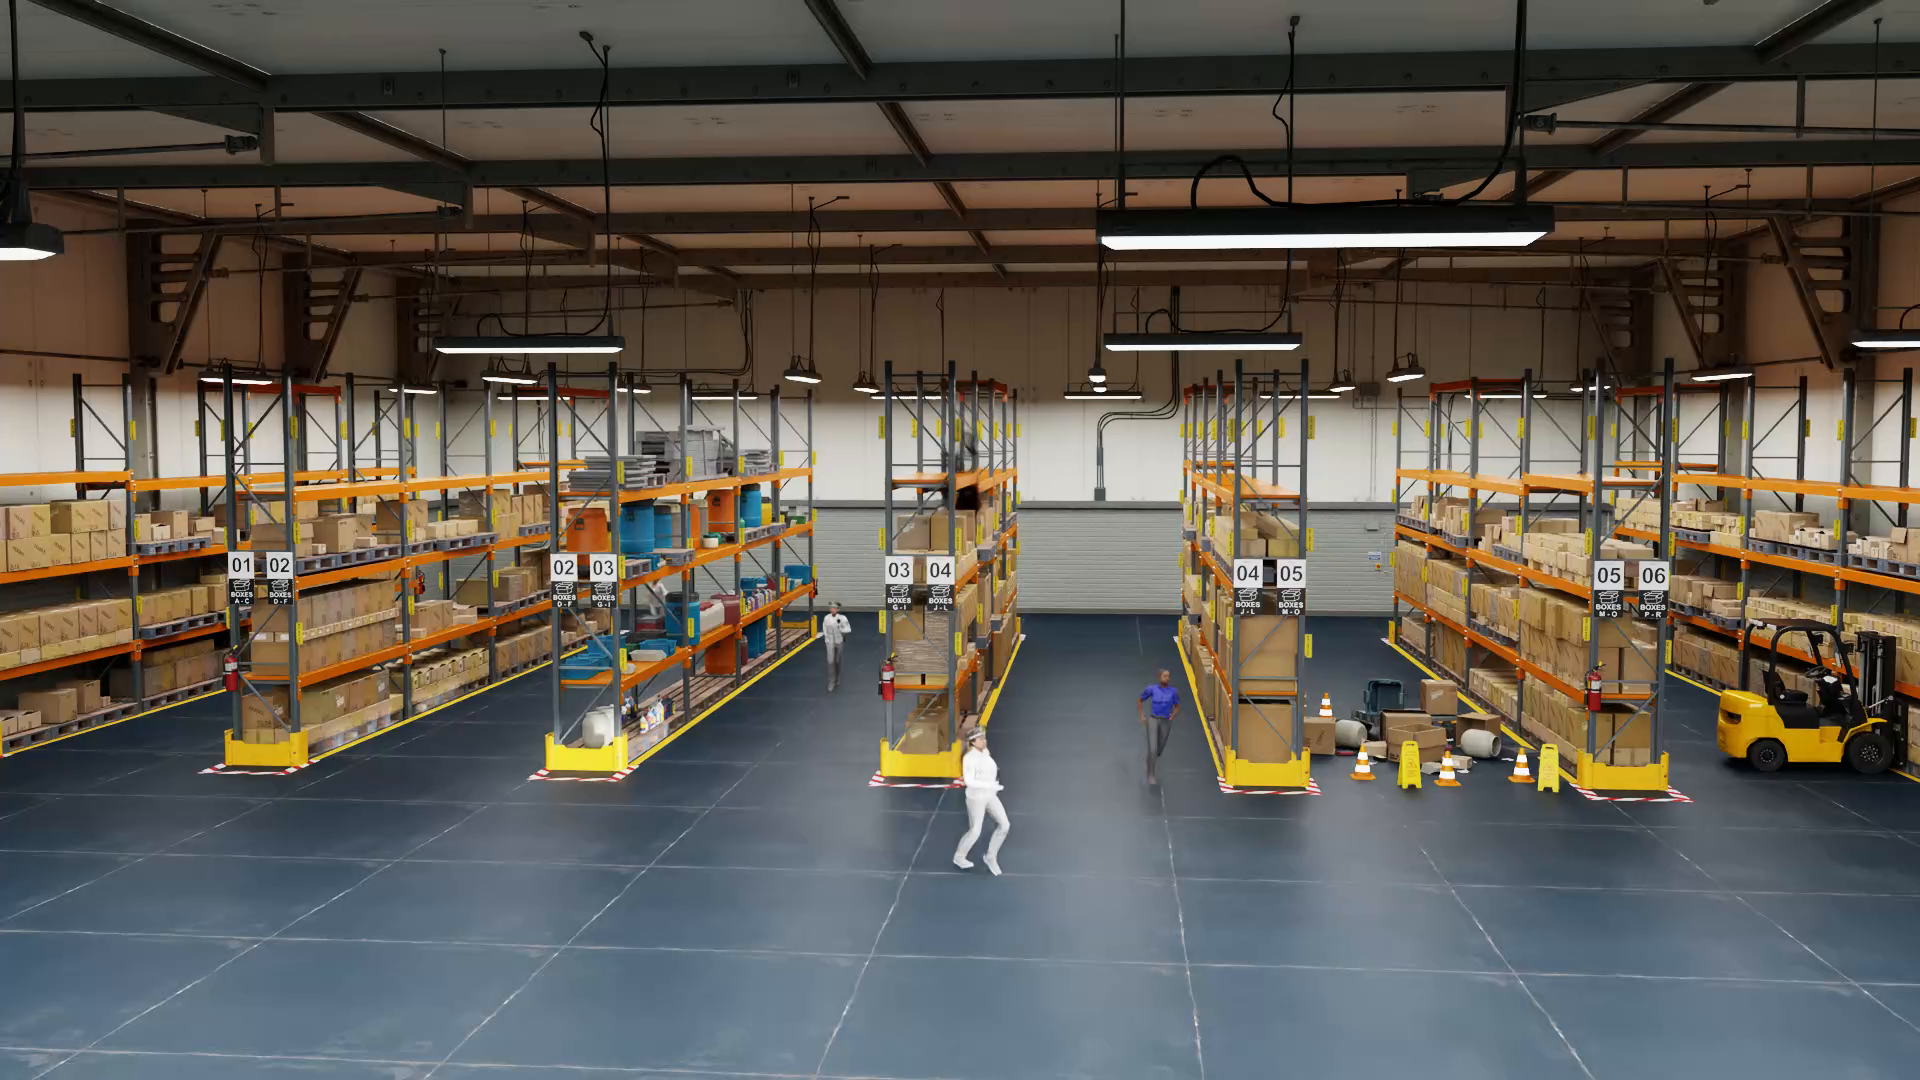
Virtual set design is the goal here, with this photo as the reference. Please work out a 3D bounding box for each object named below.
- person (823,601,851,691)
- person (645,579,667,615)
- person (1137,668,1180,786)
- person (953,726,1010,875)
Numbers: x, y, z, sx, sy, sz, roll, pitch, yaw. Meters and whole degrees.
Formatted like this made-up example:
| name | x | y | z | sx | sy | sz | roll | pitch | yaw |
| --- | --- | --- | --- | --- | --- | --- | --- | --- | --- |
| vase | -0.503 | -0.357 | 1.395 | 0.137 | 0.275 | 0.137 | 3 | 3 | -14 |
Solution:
| name | x | y | z | sx | sy | sz | roll | pitch | yaw |
| --- | --- | --- | --- | --- | --- | --- | --- | --- | --- |
| person | -2.427 | 2.041 | 32.304 | 0.526 | 1.751 | 0.790 | 0 | 4 | 2 |
| person | -7.253 | 1.599 | 39.732 | 0.547 | 1.601 | 0.800 | 0 | 4 | -2 |
| person | 2.847 | 2.650 | 23.802 | 0.614 | 1.647 | 0.776 | -1 | 4 | -8 |
| person | 0.246 | 2.941 | 18.826 | 0.705 | 1.711 | 0.618 | 3 | 5 | 39 |
